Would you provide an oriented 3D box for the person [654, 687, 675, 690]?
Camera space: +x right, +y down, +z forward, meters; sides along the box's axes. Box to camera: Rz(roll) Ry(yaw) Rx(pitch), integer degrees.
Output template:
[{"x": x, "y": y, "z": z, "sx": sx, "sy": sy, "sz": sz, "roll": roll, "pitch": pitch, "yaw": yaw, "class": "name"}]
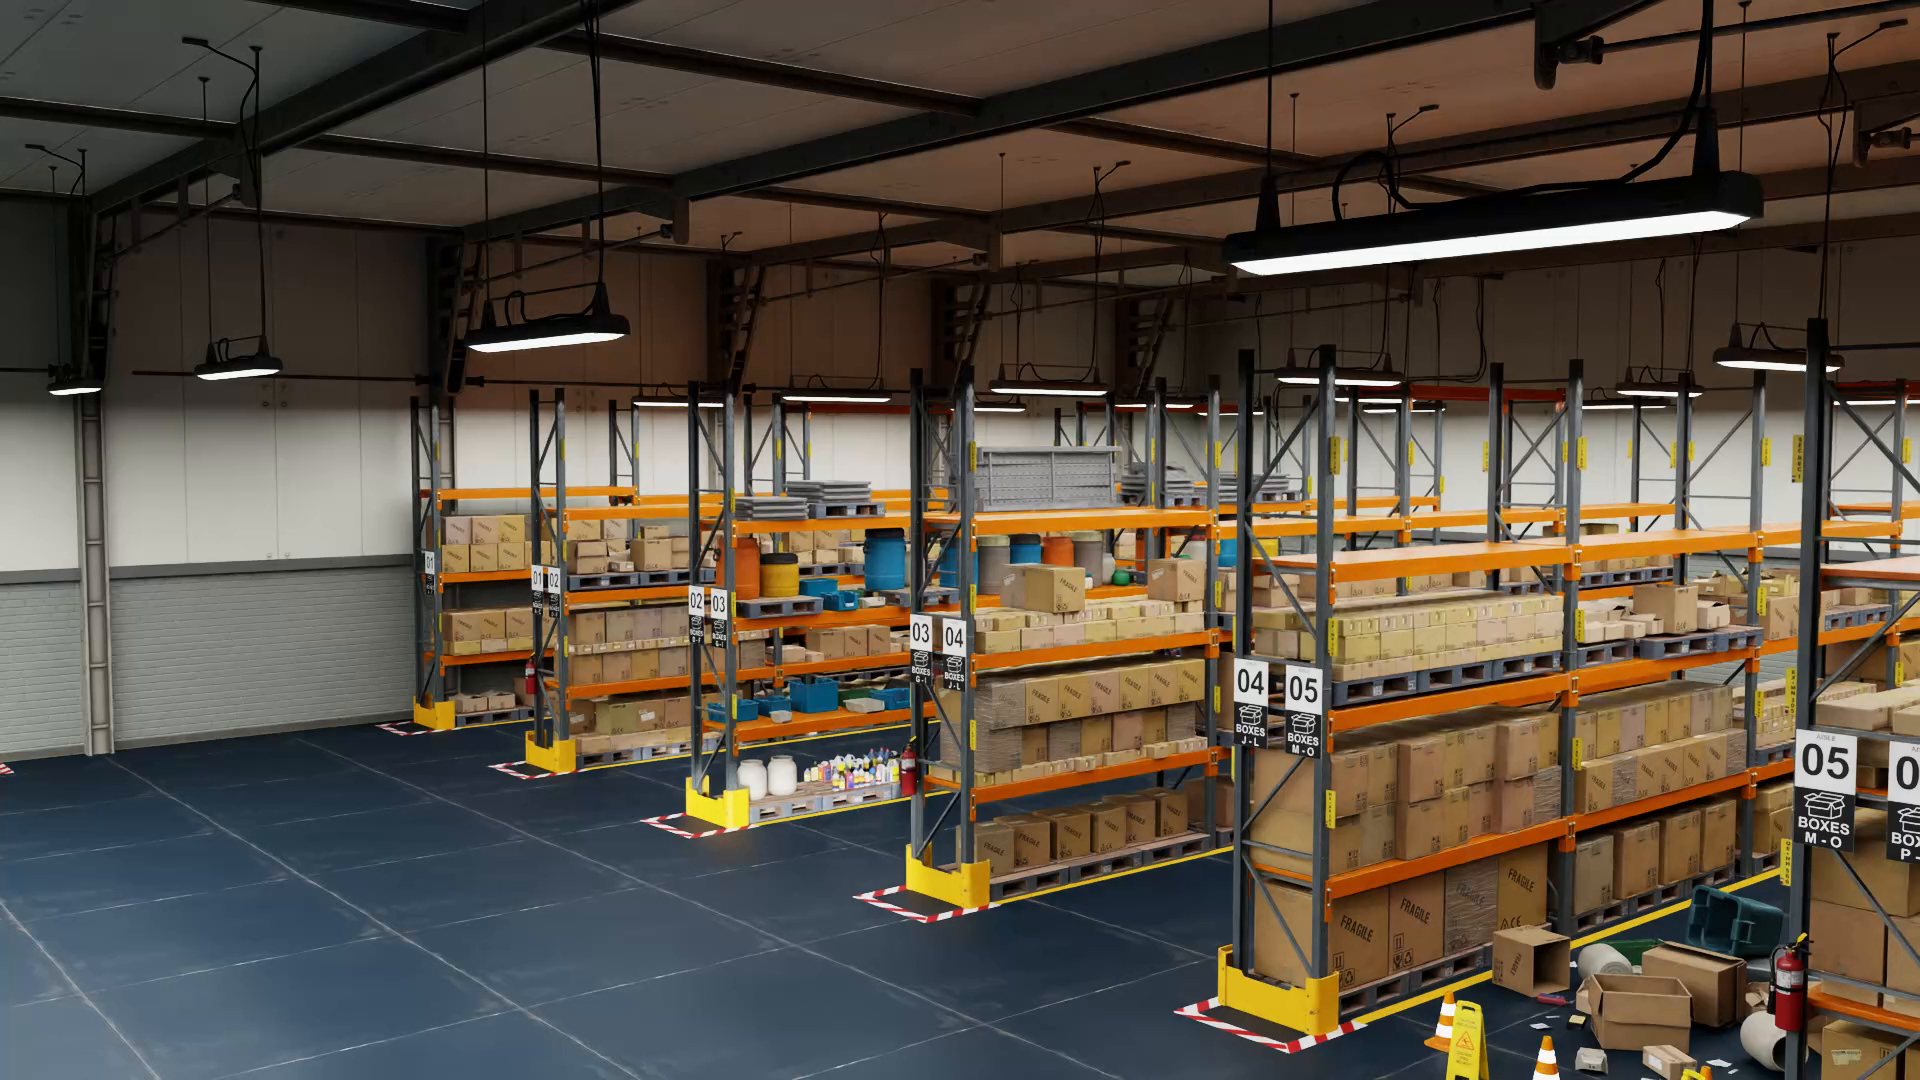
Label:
[{"x": -5.520, "y": 2.457, "z": 30.945, "sx": 0.590, "sy": 1.699, "sz": 1.082, "roll": 1, "pitch": 4, "yaw": 20, "class": "person"}]
